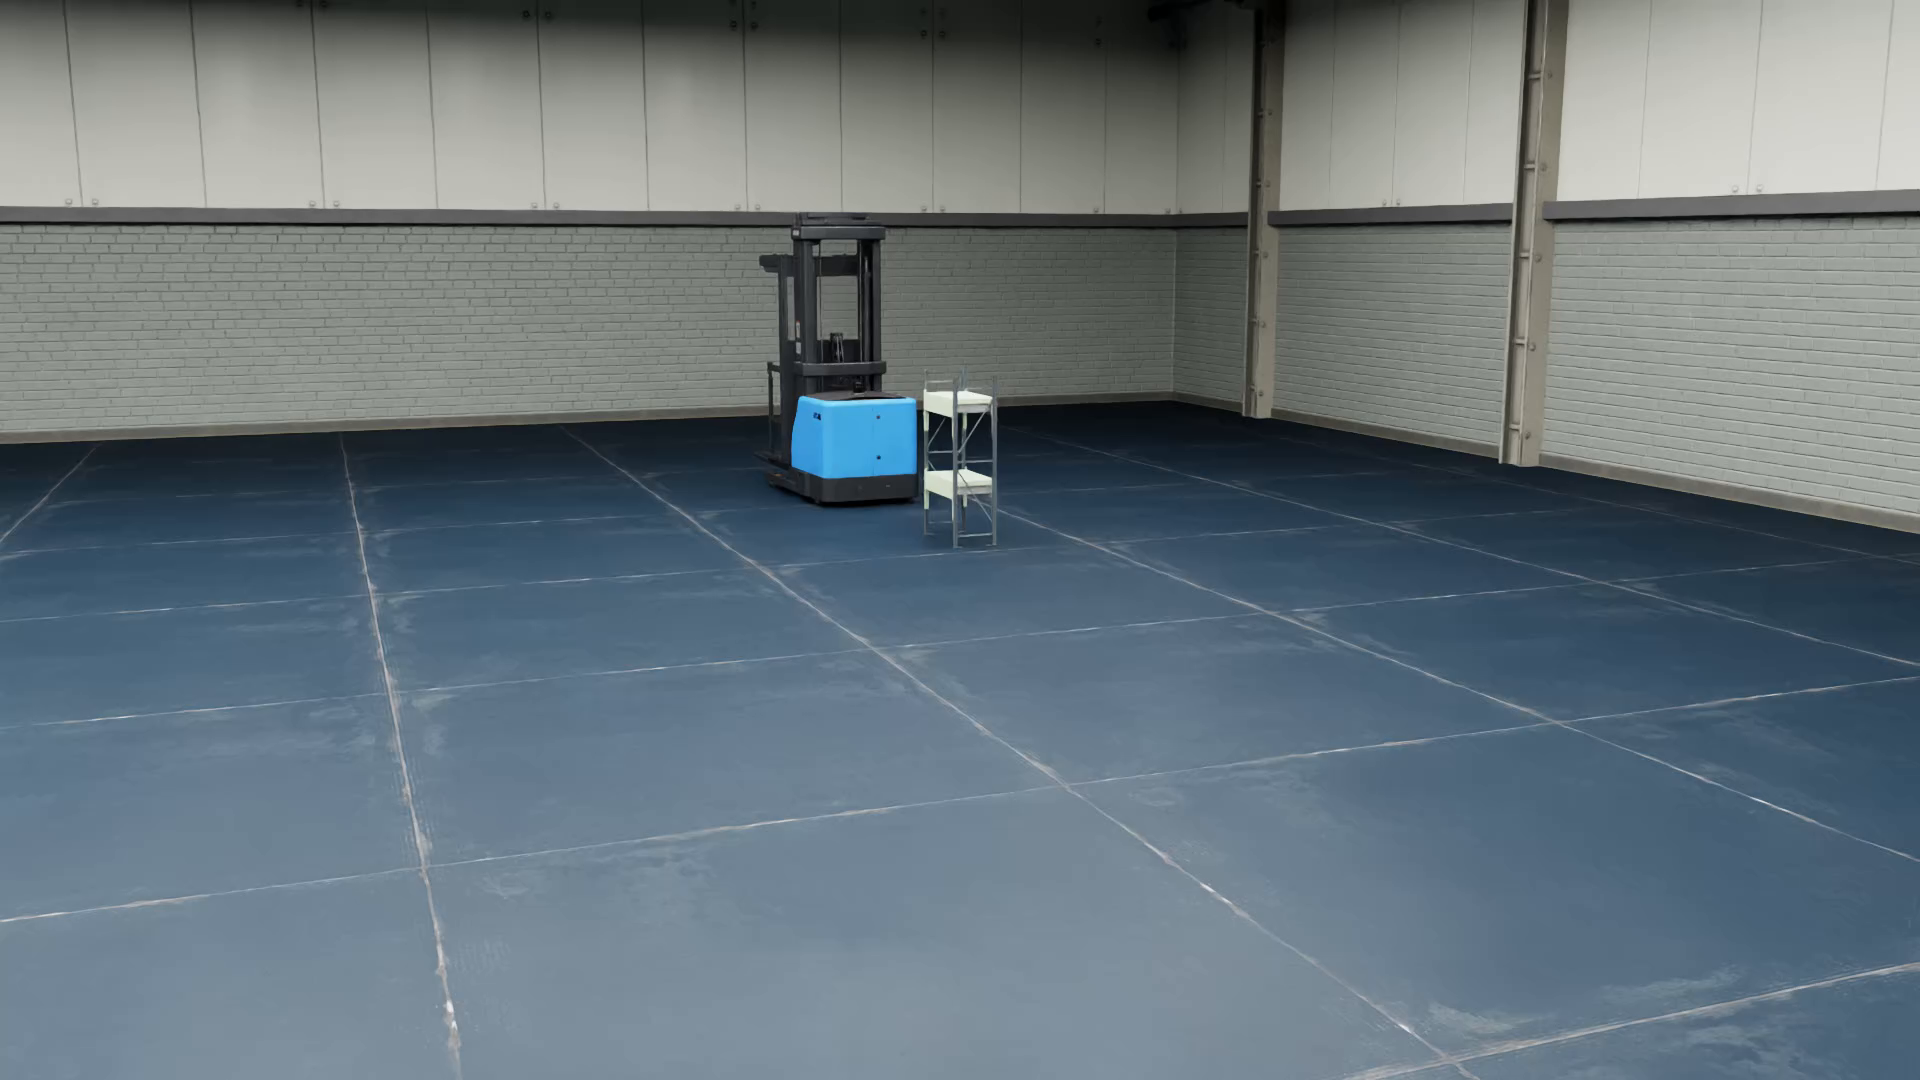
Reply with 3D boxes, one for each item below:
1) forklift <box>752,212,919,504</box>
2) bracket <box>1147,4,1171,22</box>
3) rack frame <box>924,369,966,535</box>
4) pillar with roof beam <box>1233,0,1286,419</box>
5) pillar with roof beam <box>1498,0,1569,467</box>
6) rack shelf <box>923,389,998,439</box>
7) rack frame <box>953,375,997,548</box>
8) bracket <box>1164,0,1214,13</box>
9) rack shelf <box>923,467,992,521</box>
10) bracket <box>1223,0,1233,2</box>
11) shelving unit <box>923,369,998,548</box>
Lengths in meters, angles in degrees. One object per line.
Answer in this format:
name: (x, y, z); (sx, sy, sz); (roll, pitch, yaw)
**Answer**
forklift: (-1.493, -2.023, 17.922); (1.130, 2.935, 3.031); (-5, 11, -24)
bracket: (3.229, -8.526, 26.876); (0.235, 0.232, 0.430); (-4, 11, -21)
rack frame: (-0.135, -0.799, 15.131); (0.400, 1.500, 0.023); (-4, 11, -21)
pillar with roof beam: (0.556, -6.048, 23.227); (9.100, 9.000, 0.548); (-4, 11, -21)
pillar with roof beam: (2.731, -5.069, 17.721); (9.100, 9.000, 0.400); (-4, 11, -21)
rack shelf: (-0.002, -1.124, 14.727); (0.431, 0.370, 0.720); (-4, 11, -21)
rack frame: (0.130, -0.680, 14.459); (0.400, 1.500, 0.023); (-4, 11, -21)
bracket: (3.443, -8.429, 26.334); (0.076, 0.066, 3.189); (-4, 11, -21)
rack shelf: (-0.002, -0.419, 14.852); (0.431, 0.370, 0.720); (-4, 11, -21)
bracket: (4.087, -8.139, 24.701); (0.235, 0.232, 0.430); (-4, 11, -21)
shelving unit: (-0.002, -0.739, 14.795); (0.431, 1.500, 0.755); (-4, 11, -21)
